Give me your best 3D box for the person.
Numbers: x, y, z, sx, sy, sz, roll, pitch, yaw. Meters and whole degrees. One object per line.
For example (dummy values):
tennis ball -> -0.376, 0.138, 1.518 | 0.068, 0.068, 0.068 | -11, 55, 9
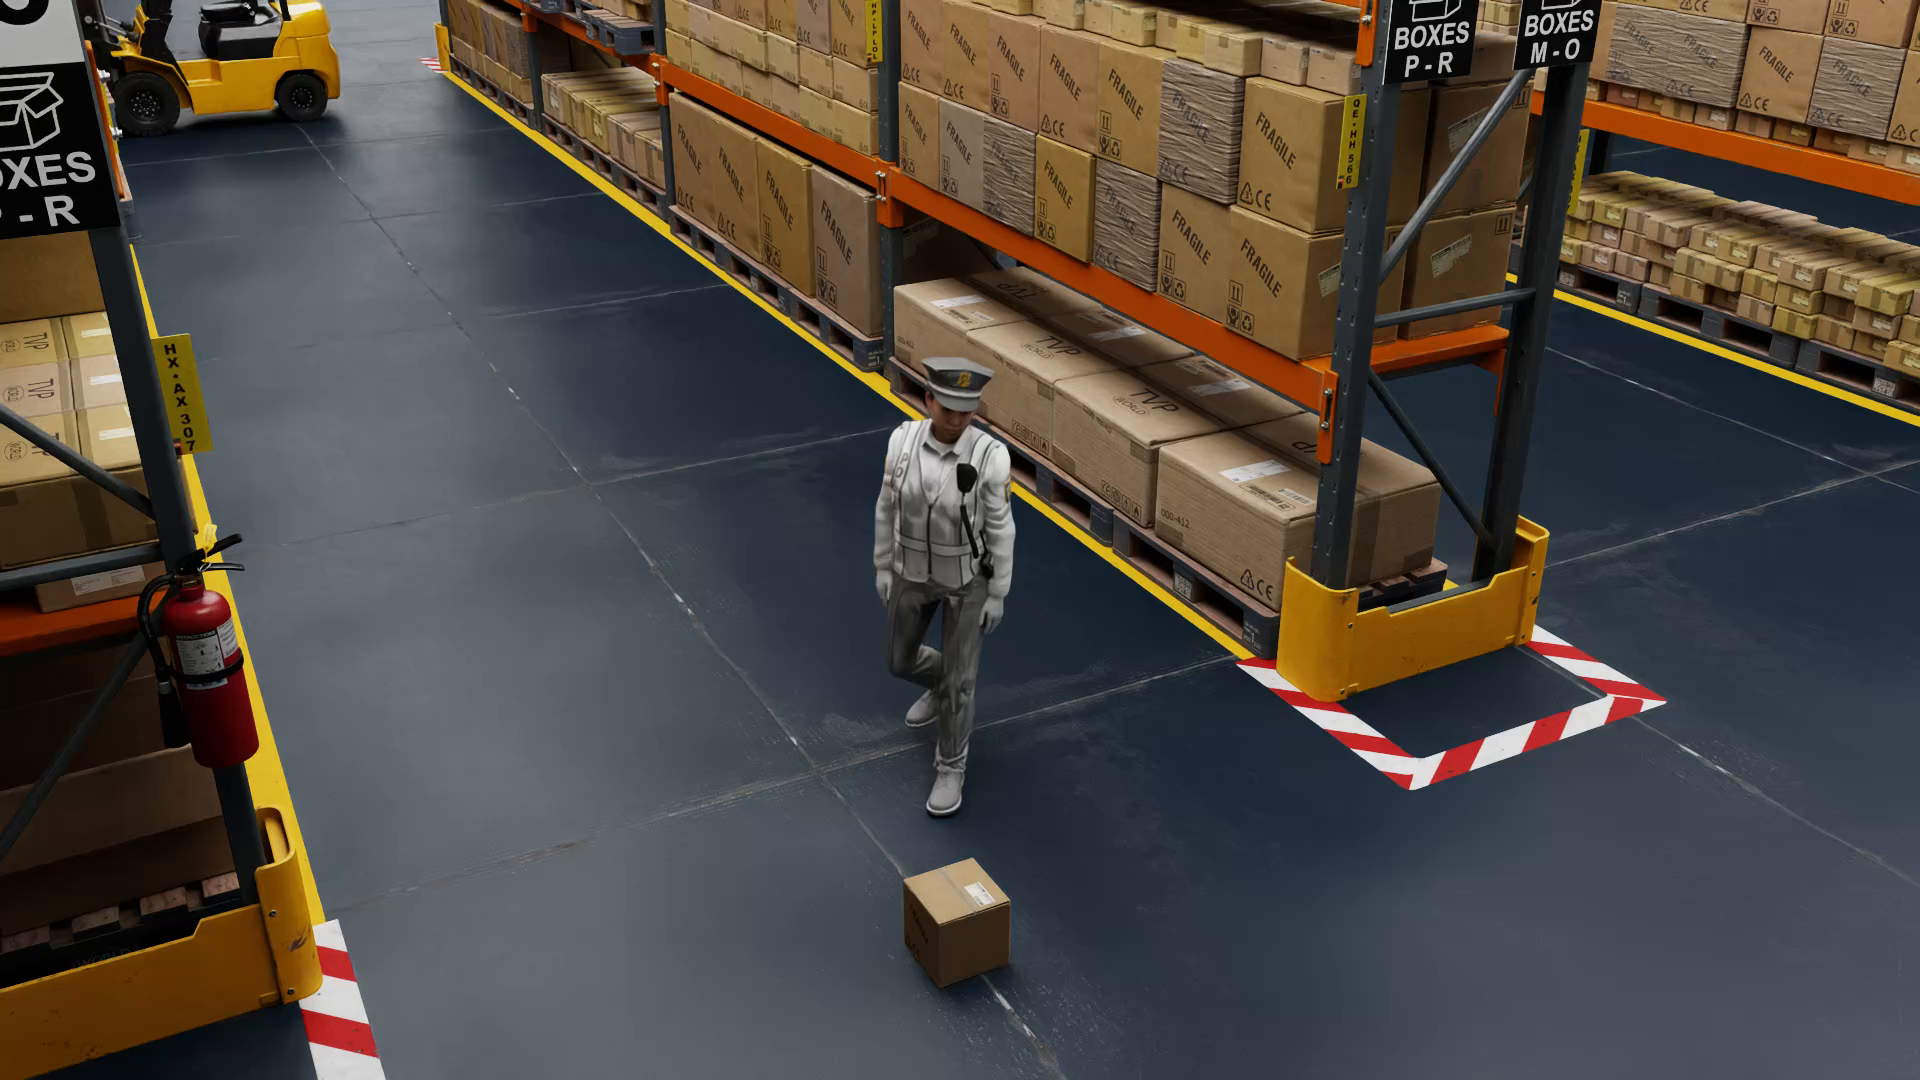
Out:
person -> -0.031, 0.106, 5.856 | 0.504, 1.662, 0.635 | 10, 27, 19
